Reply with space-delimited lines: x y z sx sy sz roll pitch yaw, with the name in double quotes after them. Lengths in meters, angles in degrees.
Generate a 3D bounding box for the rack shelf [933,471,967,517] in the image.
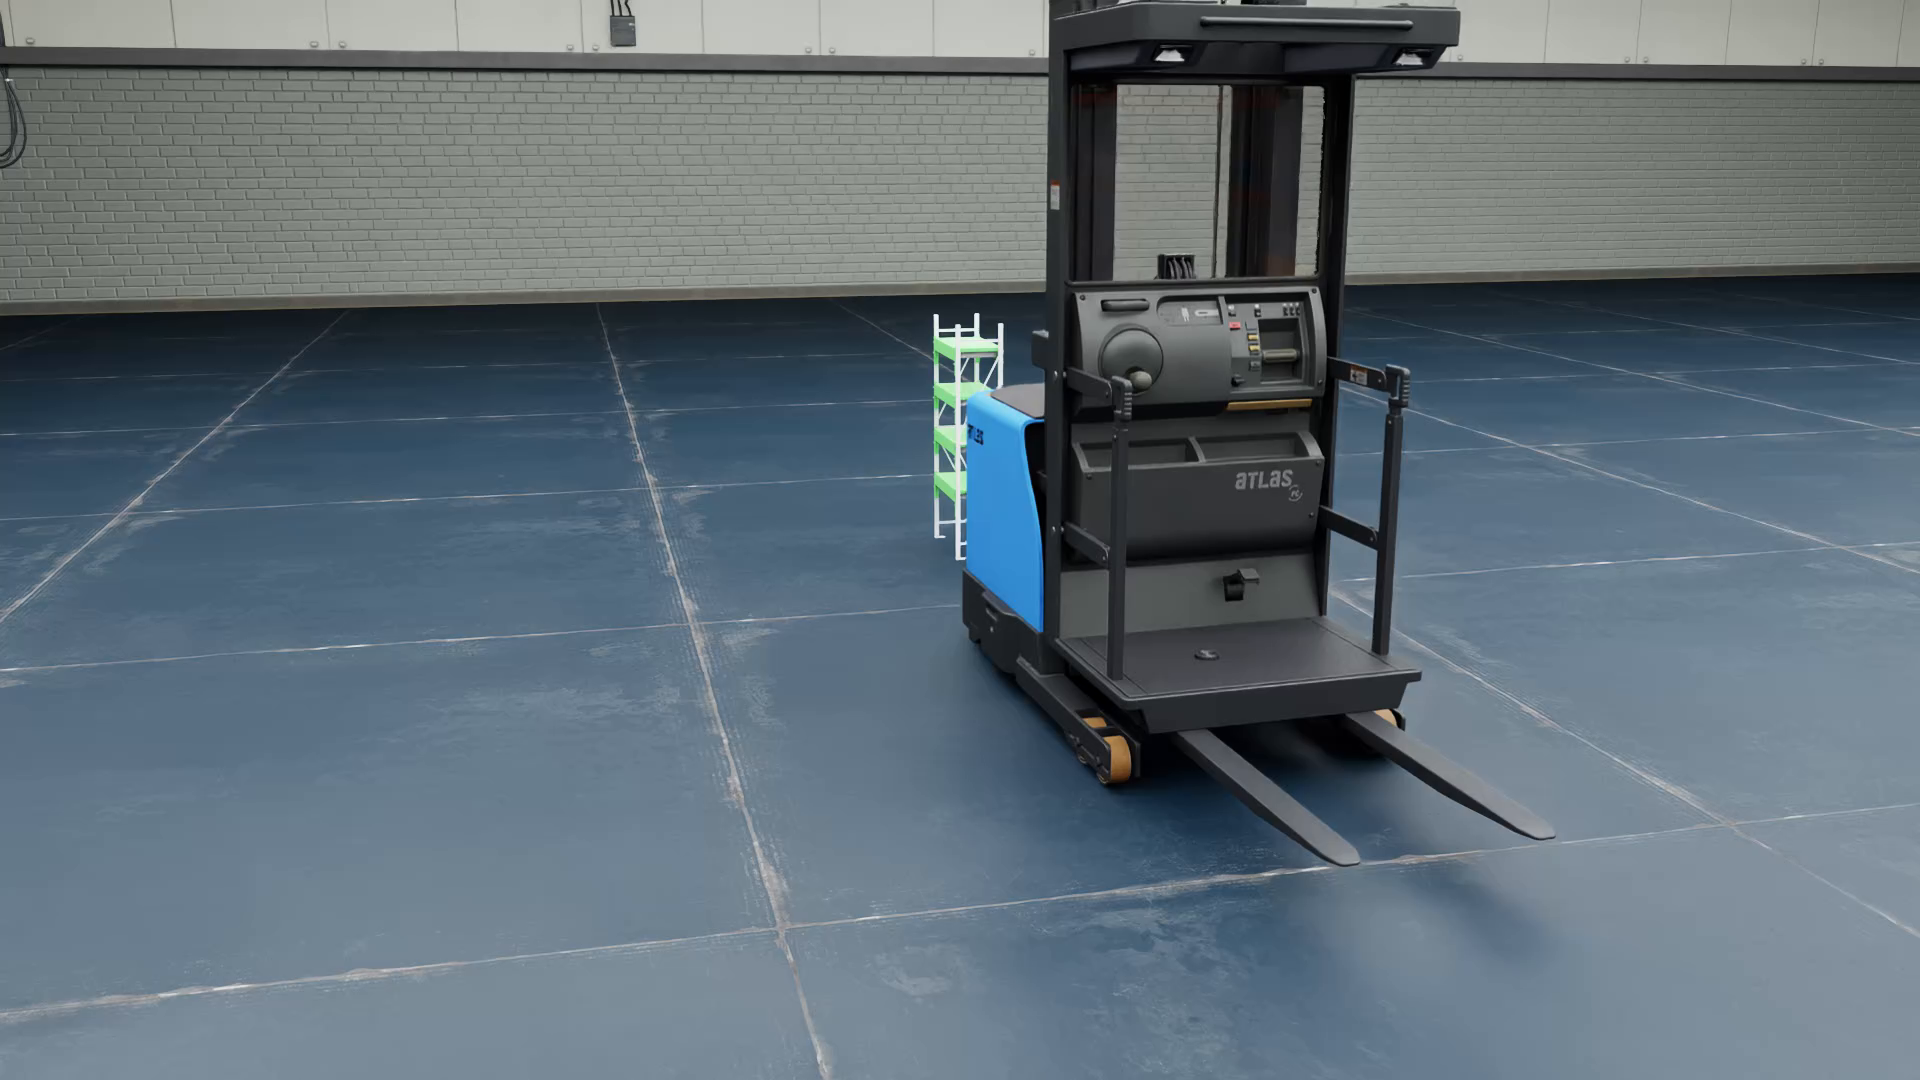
0.039 -0.249 8.700 0.258 0.148 0.480 -3 14 -13 "rack shelf"

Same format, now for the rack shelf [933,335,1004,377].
0.039 -0.949 8.530 0.258 0.148 0.480 -3 14 -13 "rack shelf"

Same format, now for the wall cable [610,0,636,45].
-3.245 -9.178 20.367 2.305 6.003 0.169 -3 14 -13 "wall cable"

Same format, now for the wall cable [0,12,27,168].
-12.477 -5.492 18.988 3.097 2.526 0.112 -3 14 -13 "wall cable"

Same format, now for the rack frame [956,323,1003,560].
0.096 -0.488 8.398 0.240 1.200 0.015 -3 14 -13 "rack frame"

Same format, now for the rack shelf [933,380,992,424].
0.039 -0.716 8.587 0.258 0.148 0.480 -3 14 -13 "rack shelf"

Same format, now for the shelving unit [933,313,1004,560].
0.039 -0.545 8.628 0.258 1.200 0.503 -3 14 -13 "shelving unit"

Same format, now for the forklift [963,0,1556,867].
0.914 -0.707 5.645 1.130 2.935 3.031 -4 14 -16 "forklift"

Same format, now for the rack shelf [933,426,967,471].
0.039 -0.483 8.644 0.258 0.148 0.480 -3 14 -13 "rack shelf"

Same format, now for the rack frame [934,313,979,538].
-0.018 -0.601 8.859 0.240 1.200 0.015 -3 14 -13 "rack frame"
